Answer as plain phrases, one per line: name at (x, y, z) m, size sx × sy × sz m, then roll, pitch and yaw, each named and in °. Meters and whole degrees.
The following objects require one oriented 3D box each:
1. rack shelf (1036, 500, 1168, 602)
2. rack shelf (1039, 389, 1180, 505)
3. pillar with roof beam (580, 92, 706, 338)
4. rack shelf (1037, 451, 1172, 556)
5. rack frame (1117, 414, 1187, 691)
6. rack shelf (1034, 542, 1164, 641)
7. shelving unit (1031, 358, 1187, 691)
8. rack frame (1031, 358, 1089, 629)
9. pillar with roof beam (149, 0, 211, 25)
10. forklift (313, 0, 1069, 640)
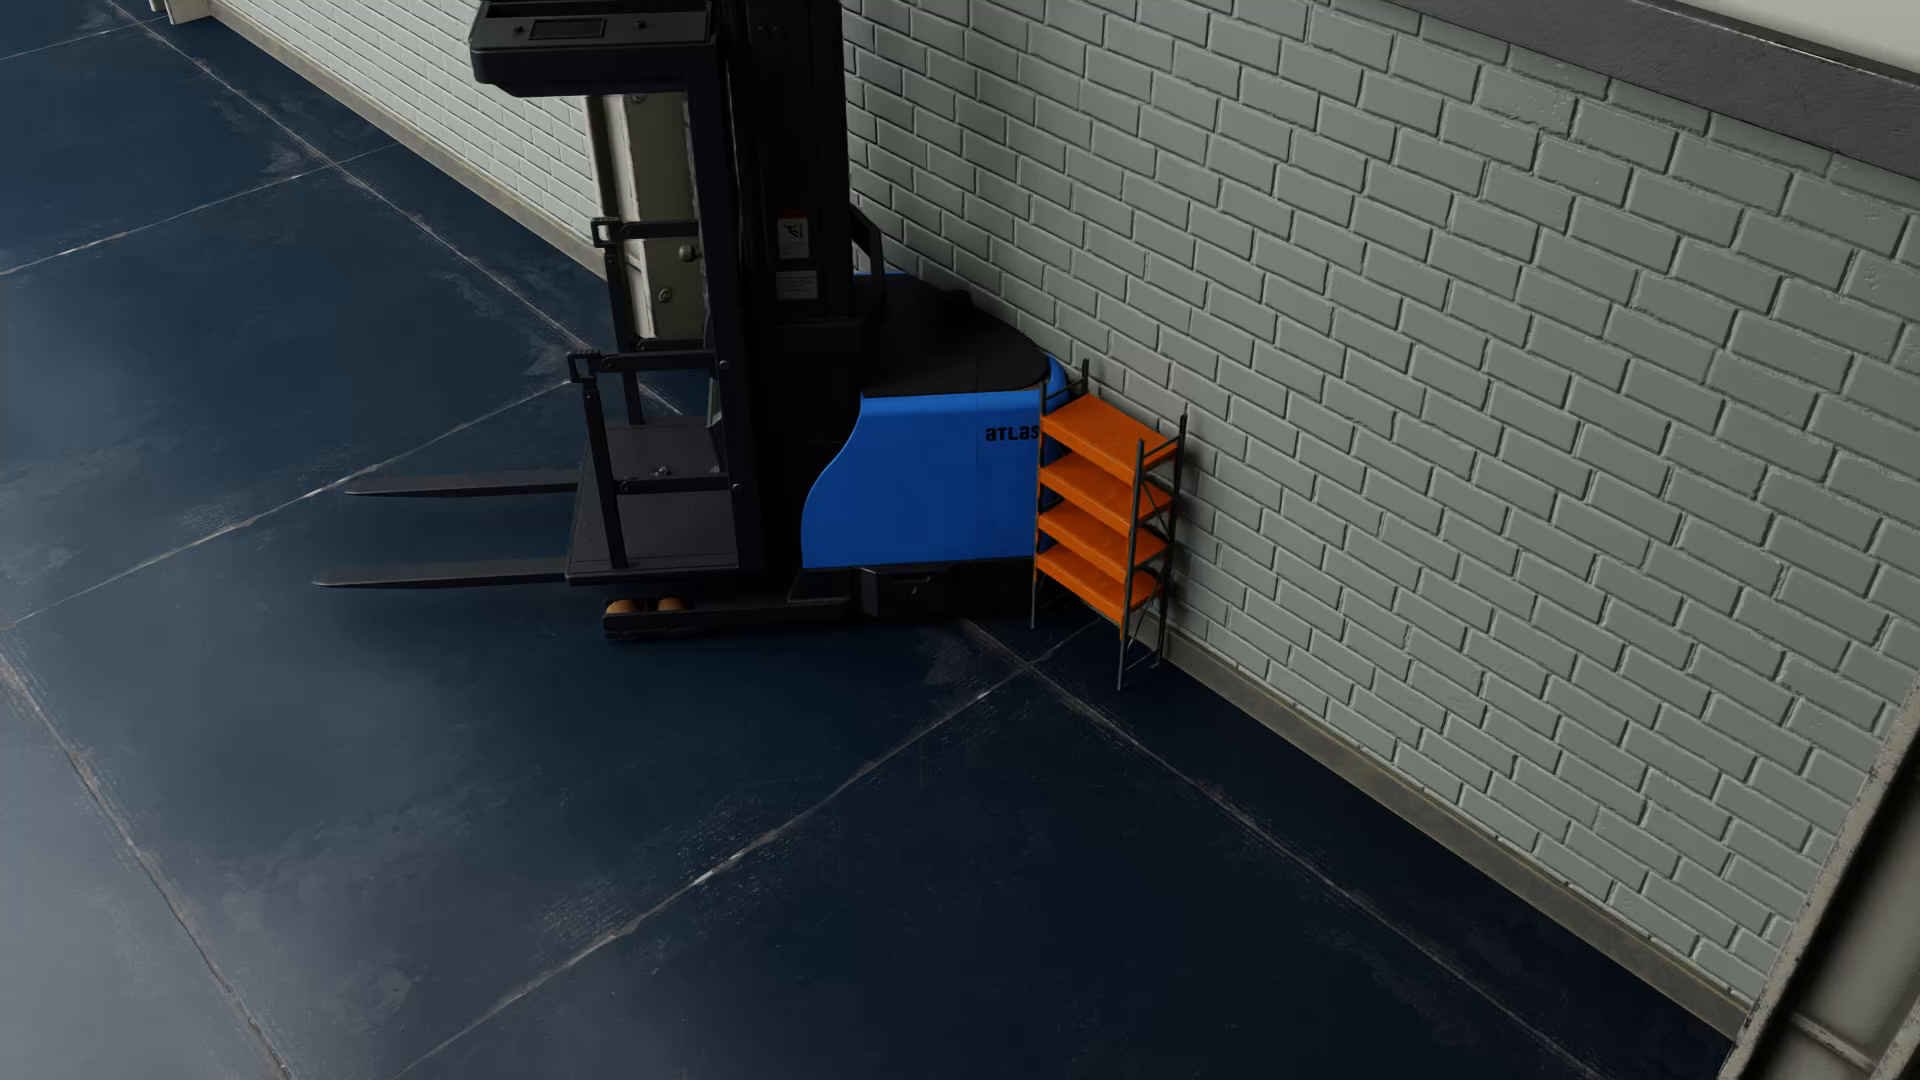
rack shelf at (0.548, 0.011, 6.388) m, size 0.258 × 0.148 × 0.480 m, roll -29°, pitch 47°, yaw -31°
rack shelf at (0.548, -0.347, 6.099) m, size 0.258 × 0.148 × 0.480 m, roll -29°, pitch 47°, yaw -31°
pillar with roof beam at (-4.694, -2.694, 3.424) m, size 9.100 × 9.000 × 0.400 m, roll -30°, pitch 48°, yaw -32°
rack shelf at (0.548, -0.163, 6.247) m, size 0.258 × 0.148 × 0.480 m, roll -29°, pitch 47°, yaw -31°
rack frame at (0.711, 0.073, 6.204) m, size 0.240 × 1.200 × 0.015 m, roll -29°, pitch 47°, yaw -31°
rack shelf at (0.548, 0.166, 6.513) m, size 0.258 × 0.148 × 0.480 m, roll -29°, pitch 47°, yaw -31°
shelving unit at (0.548, -0.041, 6.346) m, size 0.258 × 1.200 × 0.503 m, roll -29°, pitch 47°, yaw -31°
rack frame at (0.386, -0.155, 6.487) m, size 0.240 × 1.200 × 0.015 m, roll -29°, pitch 47°, yaw -31°
pillar with roof beam at (-8.752, -5.471, 6.862) m, size 9.100 × 9.000 × 0.400 m, roll -30°, pitch 48°, yaw -32°
forklift at (-1.119, -1.080, 6.255) m, size 3.031 × 2.935 × 1.130 m, roll -3°, pitch 39°, yaw -4°
